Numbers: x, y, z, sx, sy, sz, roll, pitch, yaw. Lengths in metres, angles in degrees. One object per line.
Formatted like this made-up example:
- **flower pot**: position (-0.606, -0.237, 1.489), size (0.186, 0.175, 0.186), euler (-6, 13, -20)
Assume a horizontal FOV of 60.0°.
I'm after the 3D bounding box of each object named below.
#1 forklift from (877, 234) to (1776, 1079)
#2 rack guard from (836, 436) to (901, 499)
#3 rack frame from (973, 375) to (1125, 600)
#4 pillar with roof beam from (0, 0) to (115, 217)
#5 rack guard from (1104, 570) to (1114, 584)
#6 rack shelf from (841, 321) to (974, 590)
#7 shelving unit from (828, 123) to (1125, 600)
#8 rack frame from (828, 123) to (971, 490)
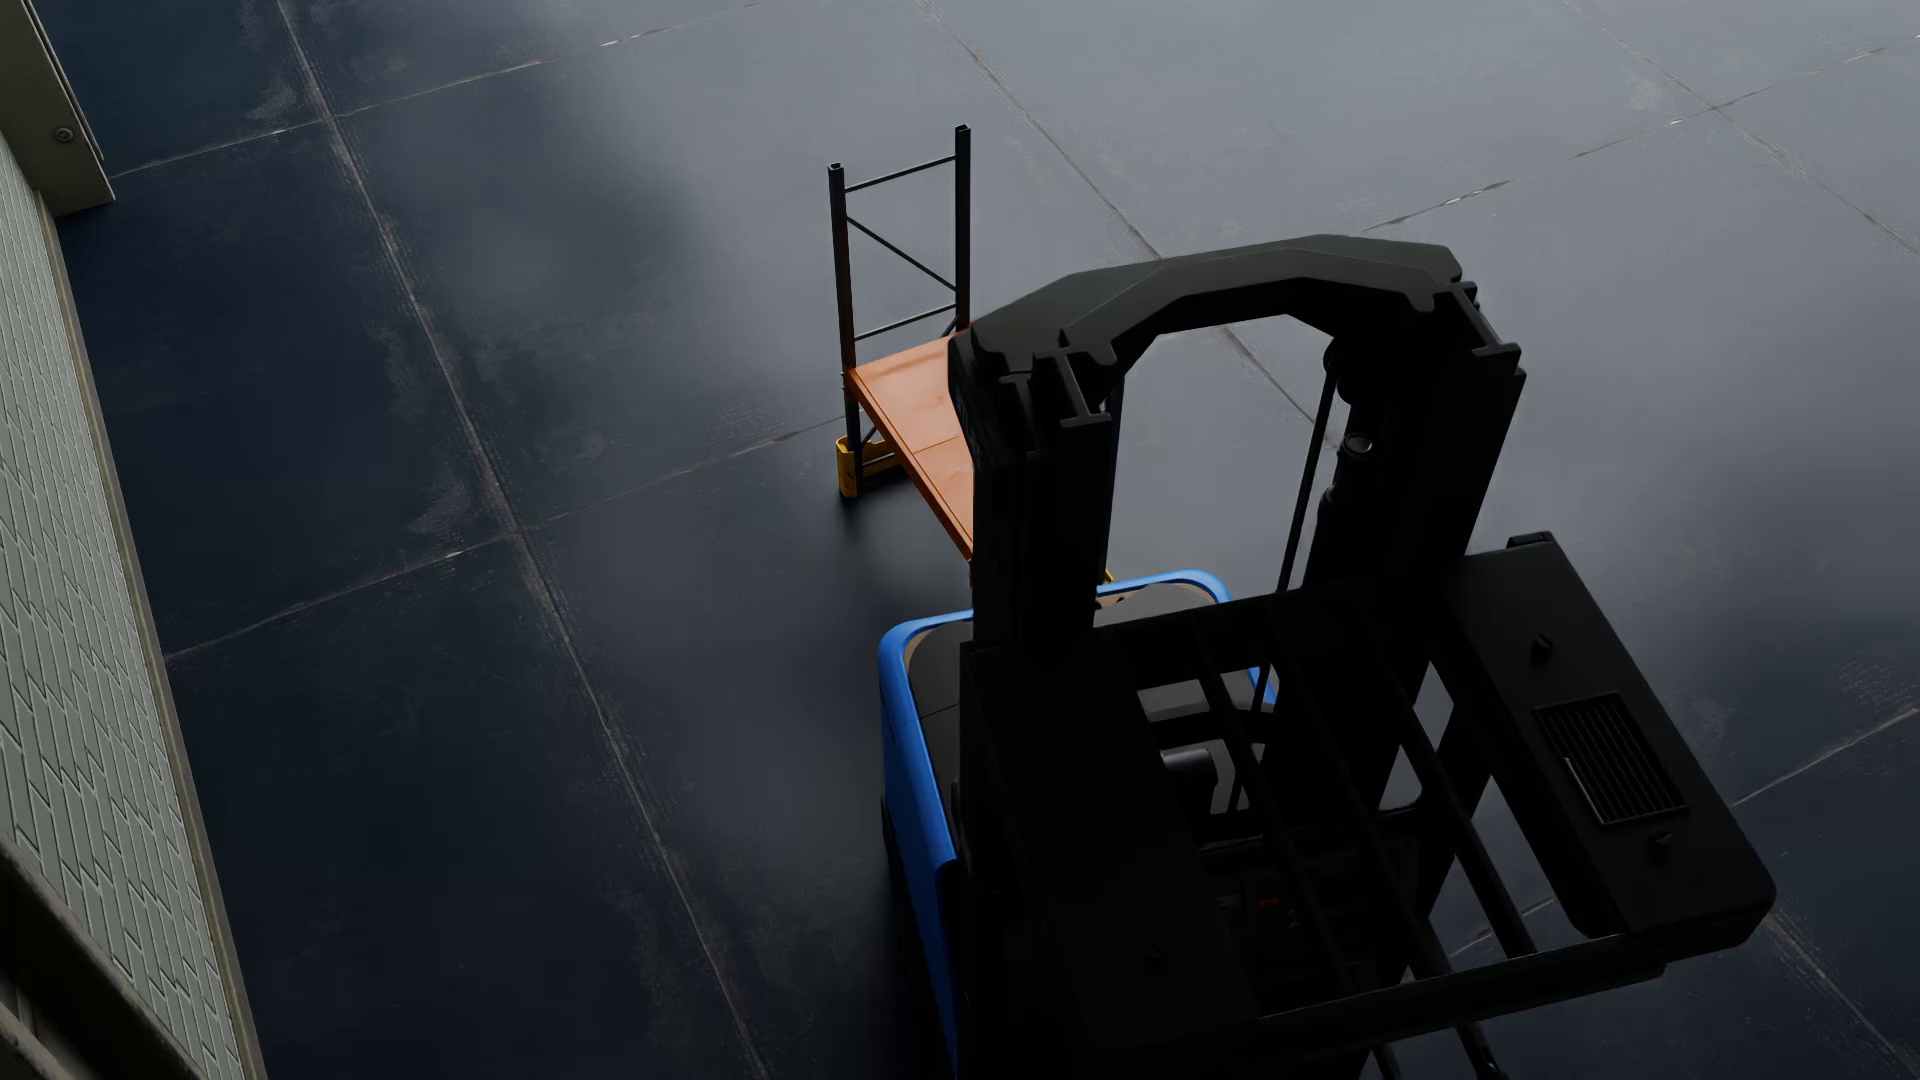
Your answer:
- **forklift**: position (0.597, 0.976, 3.449), size (1.130, 2.935, 3.031), euler (-10, 50, -9)
- **rack guard**: position (-0.193, -0.365, 6.403), size (0.587, 0.250, 0.087), euler (-21, 52, -18)
- **rack frame**: position (0.272, -0.096, 5.338), size (0.500, 1.500, 0.032), euler (-21, 52, -18)
- **pillar with roof beam**: position (-0.265, -6.079, 5.589), size (9.100, 9.000, 0.400), euler (-21, 52, -18)
- **rack guard**: position (0.263, 0.302, 5.820), size (0.587, 0.250, 0.087), euler (-21, 52, -18)
- **rack shelf**: position (0.039, -0.318, 5.771), size (0.538, 0.185, 1.000), euler (-21, 52, -18)
- **shelving unit**: position (0.035, -0.443, 5.641), size (0.587, 1.500, 1.083), euler (-21, 52, -18)
- **rack frame**: position (-0.194, -0.777, 5.933), size (0.500, 1.500, 0.032), euler (-21, 52, -18)
